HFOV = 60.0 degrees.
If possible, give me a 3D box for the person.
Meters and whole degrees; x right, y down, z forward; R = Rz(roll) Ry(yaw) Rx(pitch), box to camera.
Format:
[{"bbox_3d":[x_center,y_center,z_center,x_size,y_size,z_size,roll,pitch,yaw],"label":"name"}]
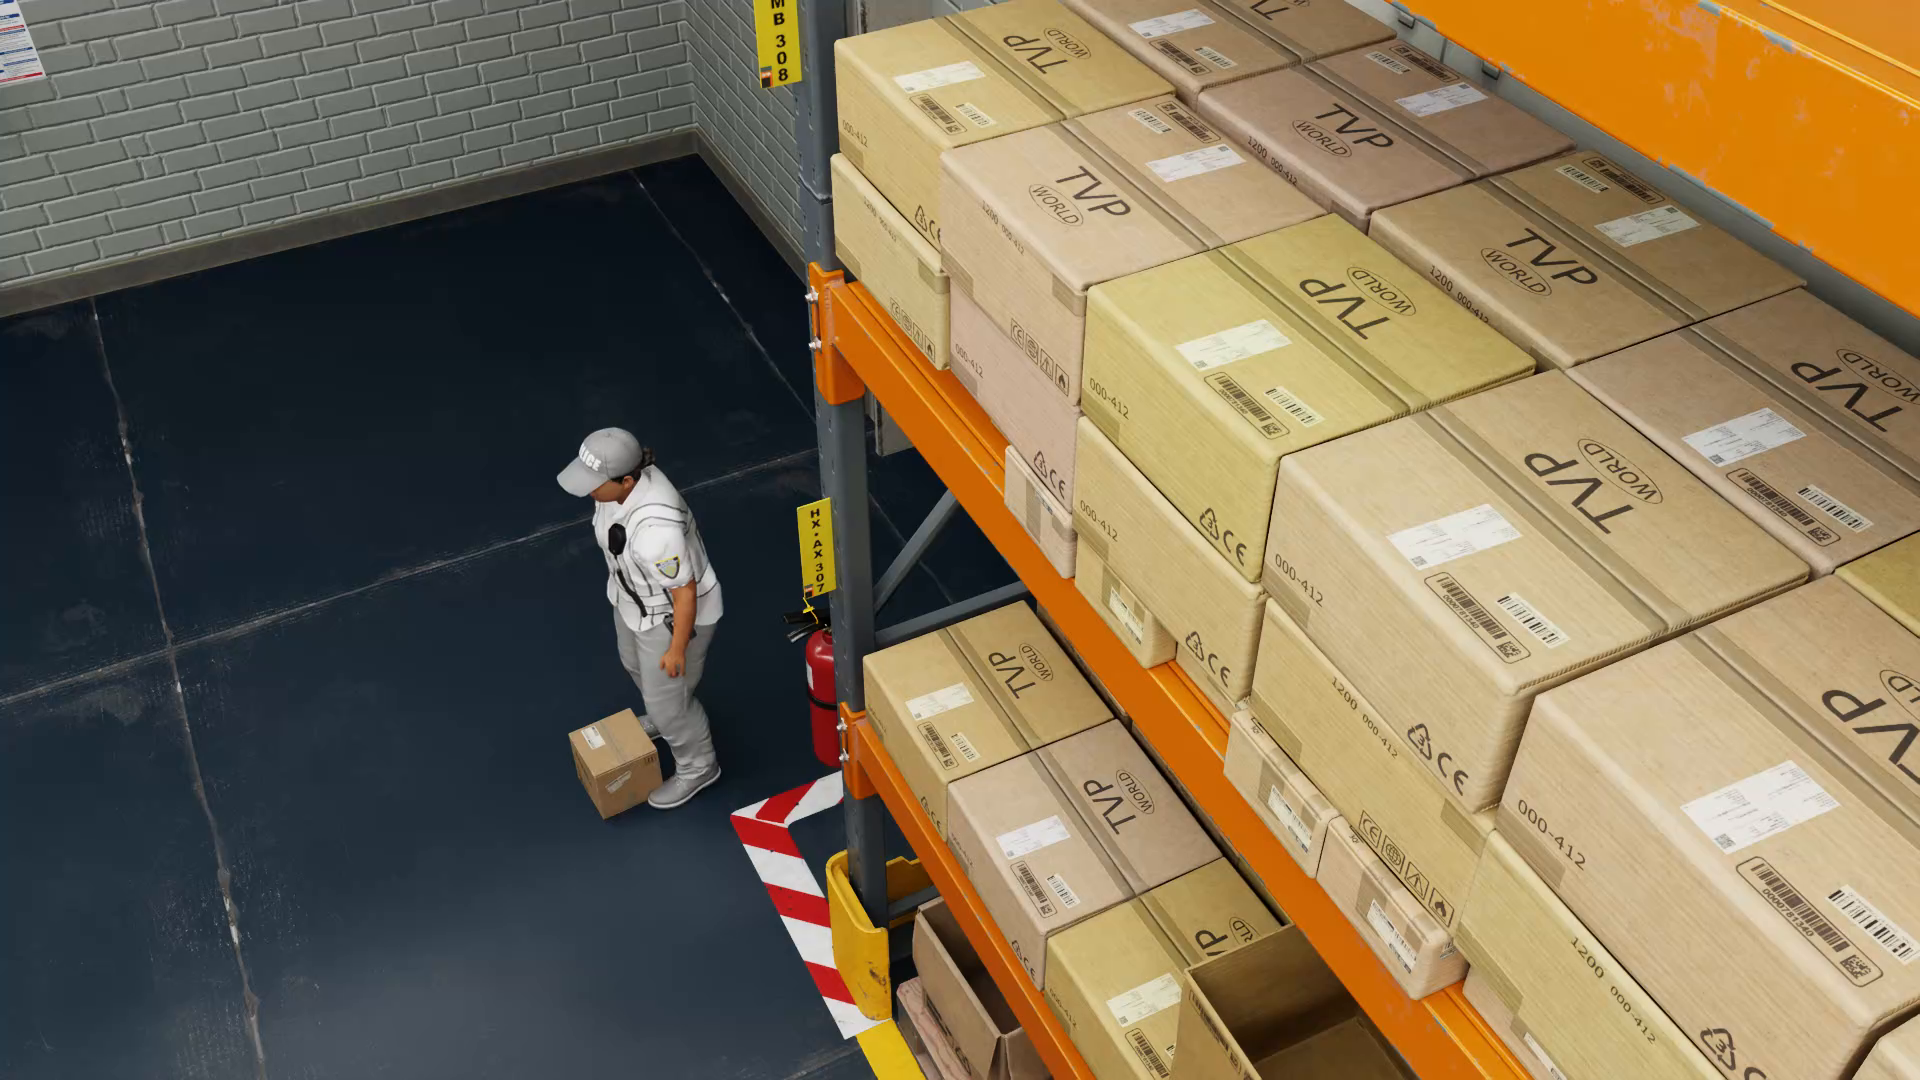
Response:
[{"bbox_3d":[-1.103,0.247,5.874,0.452,1.667,0.564,-21,46,-22],"label":"person"}]
